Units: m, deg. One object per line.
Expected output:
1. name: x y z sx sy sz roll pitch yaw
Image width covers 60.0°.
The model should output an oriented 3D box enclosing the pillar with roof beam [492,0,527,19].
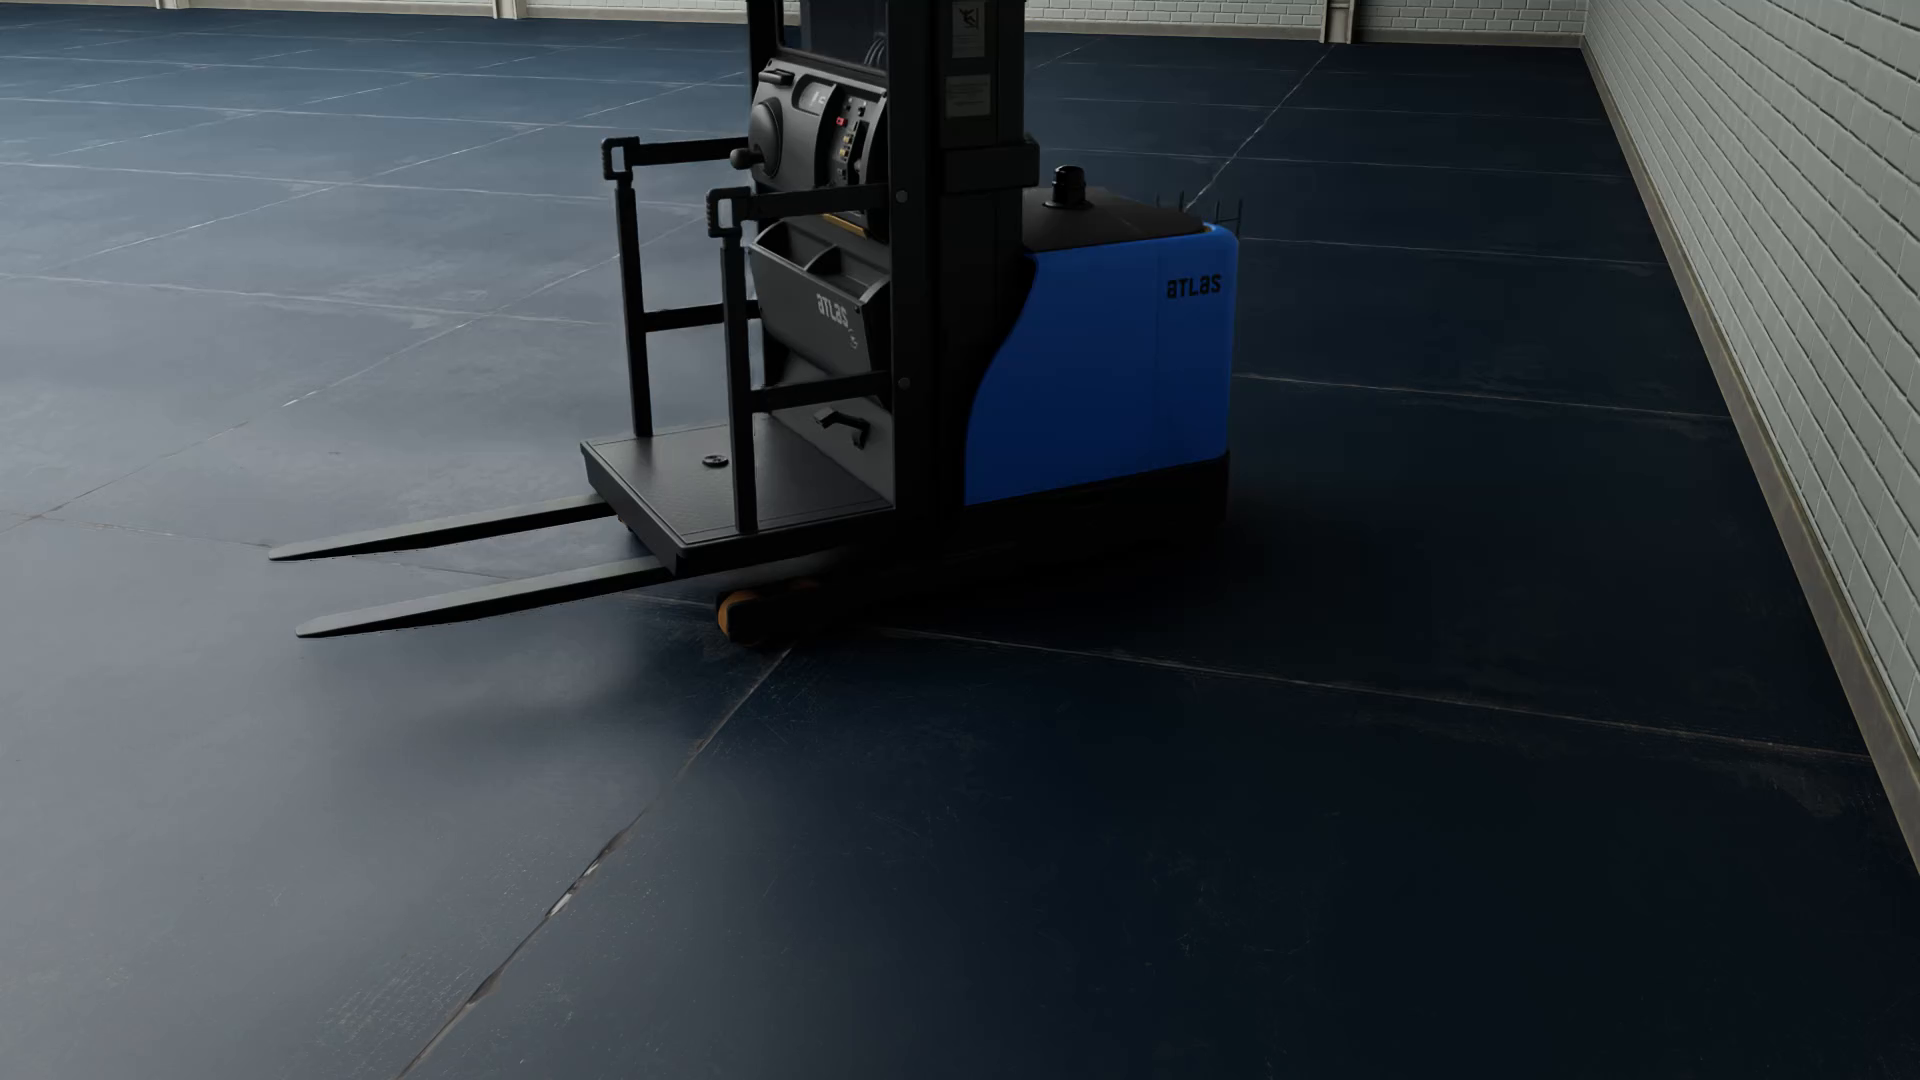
1. pillar with roof beam: -7.888 -10.324 19.080 0.400 9.000 9.100 7 23 16

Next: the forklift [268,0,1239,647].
1. forklift: -0.623 -1.265 4.992 3.031 2.935 1.130 -11 25 -25

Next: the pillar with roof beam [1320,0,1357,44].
1. pillar with roof beam: 3.600 -9.008 15.873 0.400 9.000 9.100 7 23 16

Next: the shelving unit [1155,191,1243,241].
1. shelving unit: 0.839 -0.748 6.187 0.252 1.050 0.215 16 22 33

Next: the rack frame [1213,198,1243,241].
1. rack frame: 0.938 -0.720 6.120 0.008 1.050 0.200 16 22 33

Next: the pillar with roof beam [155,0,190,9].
1. pillar with roof beam: -13.632 -10.981 20.684 0.400 9.000 9.100 7 23 16

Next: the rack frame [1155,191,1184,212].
1. rack frame: 0.741 -0.775 6.254 0.008 1.050 0.200 16 22 33
